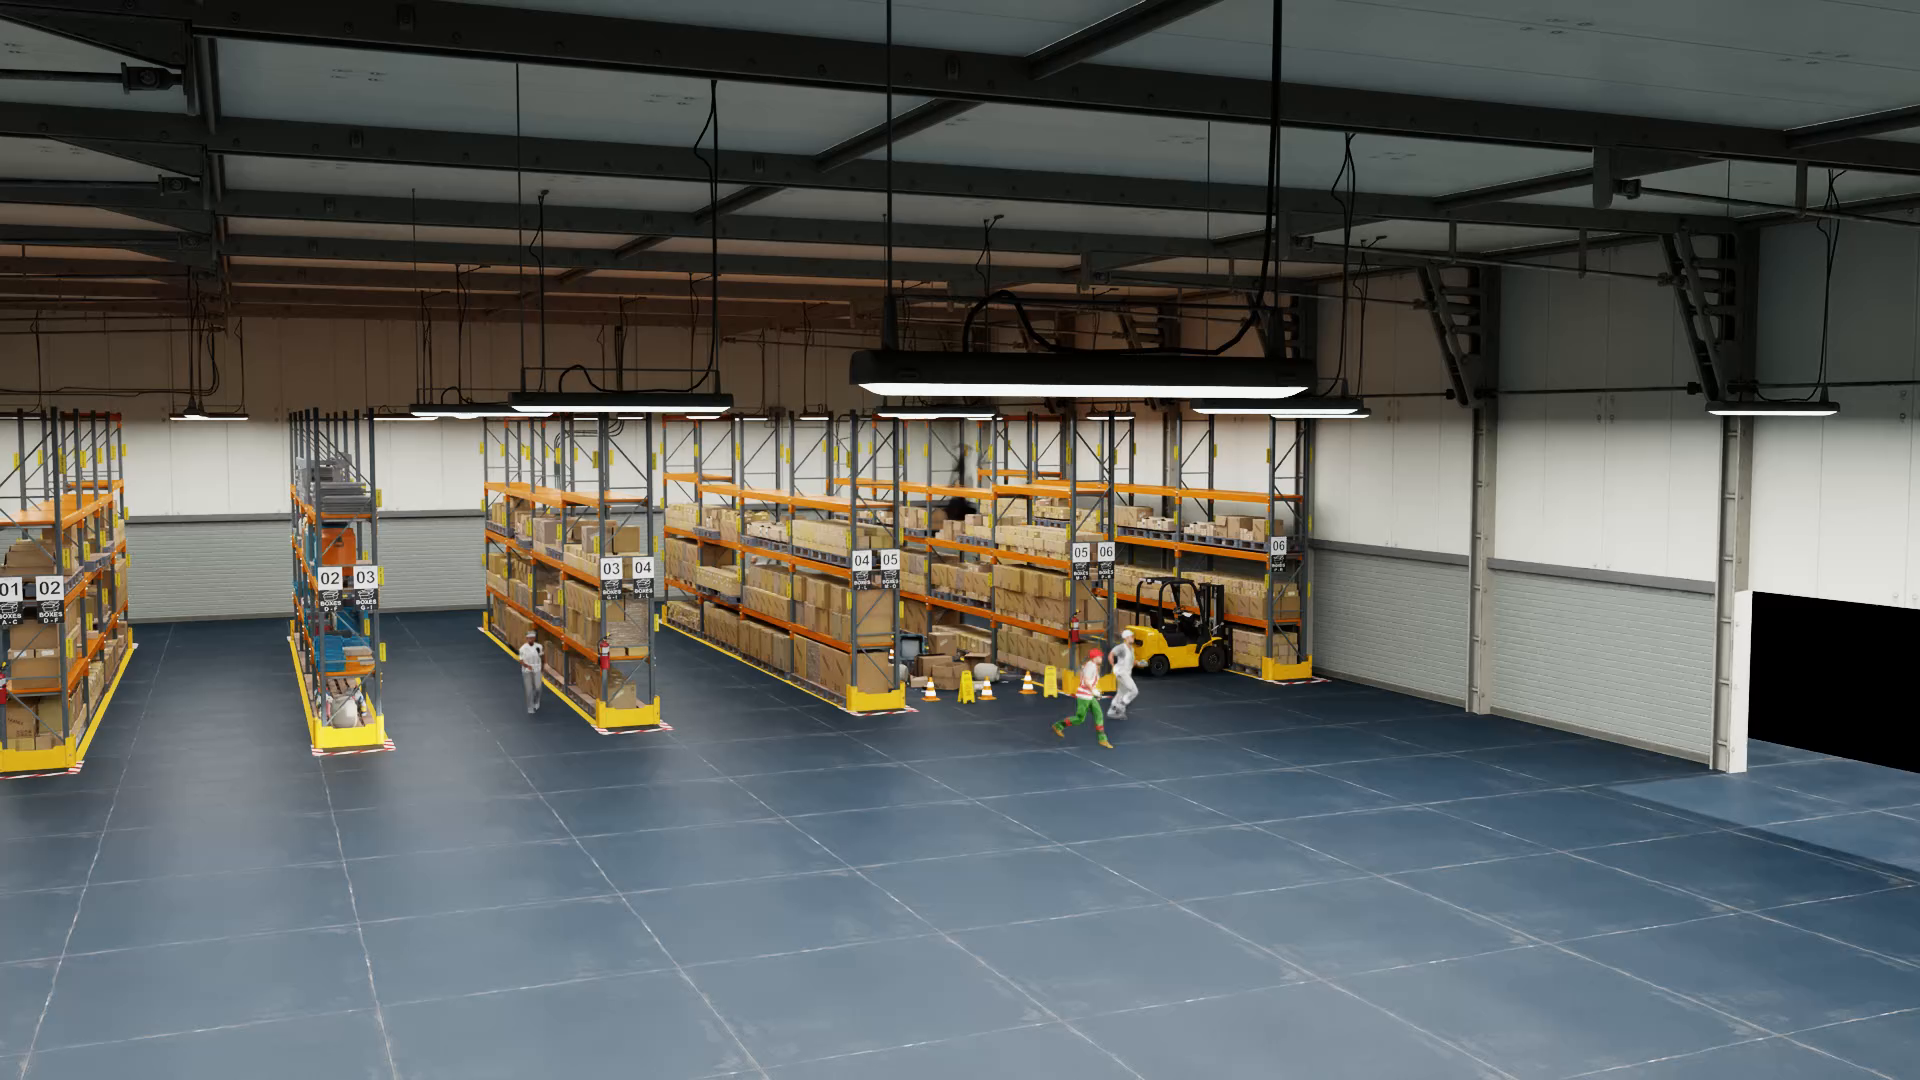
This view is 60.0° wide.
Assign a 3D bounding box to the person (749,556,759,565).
[{"bbox_3d":[-6.063,1.350,50.360,1.048,1.776,0.715,-1,4,-15],"label":"person"}]

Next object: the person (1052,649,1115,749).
[{"bbox_3d":[2.177,2.796,29.331,1.115,1.770,0.659,1,4,12],"label":"person"}]

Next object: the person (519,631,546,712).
[{"bbox_3d":[-8.419,2.596,32.802,0.551,1.648,0.664,-2,4,-24],"label":"person"}]

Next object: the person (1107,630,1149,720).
[{"bbox_3d":[3.193,2.597,31.974,0.800,1.740,0.707,2,4,25],"label":"person"}]
